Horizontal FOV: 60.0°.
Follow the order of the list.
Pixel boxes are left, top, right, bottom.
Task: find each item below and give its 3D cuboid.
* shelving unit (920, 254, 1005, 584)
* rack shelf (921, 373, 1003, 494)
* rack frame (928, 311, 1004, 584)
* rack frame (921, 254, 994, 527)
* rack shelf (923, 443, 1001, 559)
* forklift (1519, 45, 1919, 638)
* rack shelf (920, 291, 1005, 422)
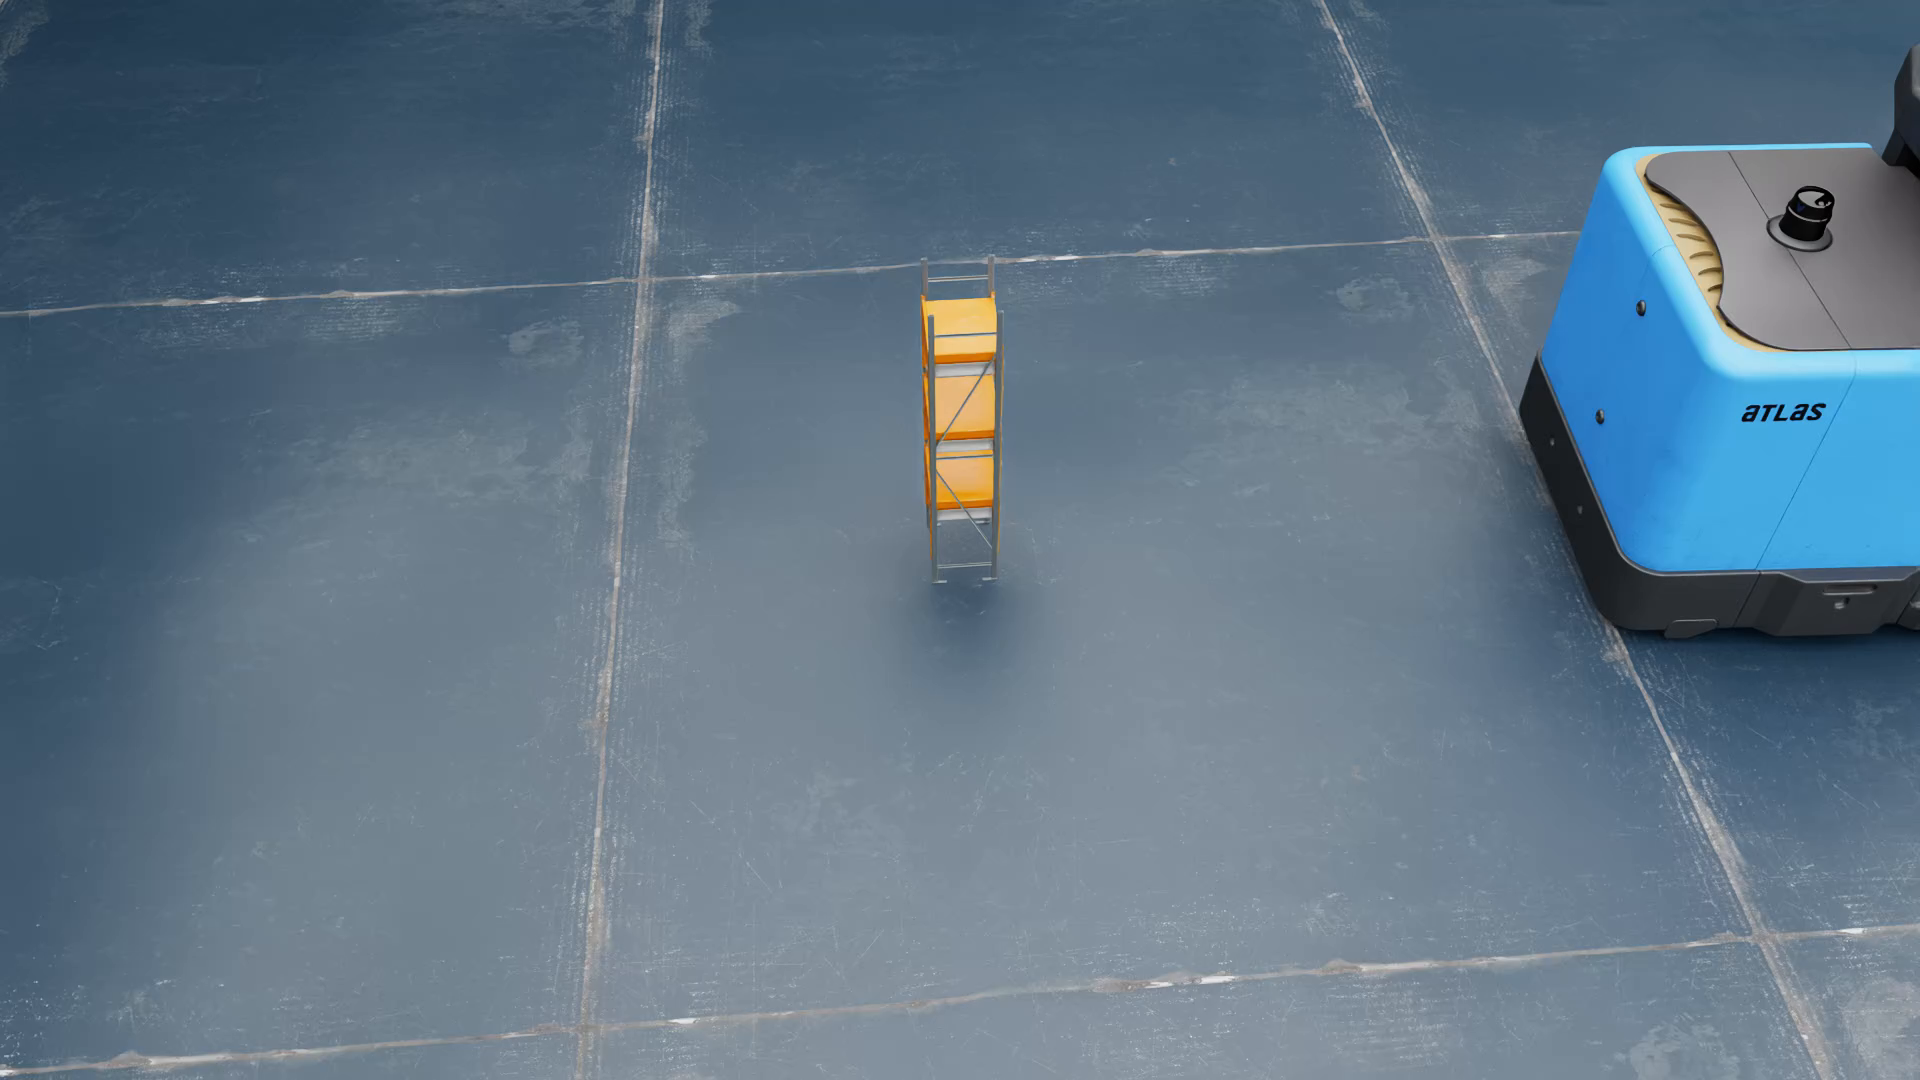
[{"bbox_3d":[0.004,-0.322,4.832,0.215,1.050,0.252,-3,47,-3],"label":"shelving unit"},{"bbox_3d":[0.004,-0.315,4.840,0.215,0.259,0.240,-3,47,-3],"label":"rack shelf"},{"bbox_3d":[0.015,-0.234,4.749,0.200,1.050,0.008,-3,47,-3],"label":"rack frame"},{"bbox_3d":[-0.006,-0.411,4.916,0.200,1.050,0.008,-3,47,-3],"label":"rack frame"},{"bbox_3d":[0.004,-0.124,5.042,0.215,0.259,0.240,-3,47,-3],"label":"rack shelf"},{"bbox_3d":[3.394,-1.107,4.280,3.031,2.935,1.130,-1,47,-1],"label":"forklift"},{"bbox_3d":[0.004,-0.510,4.634,0.215,0.259,0.240,-3,47,-3],"label":"rack shelf"}]
